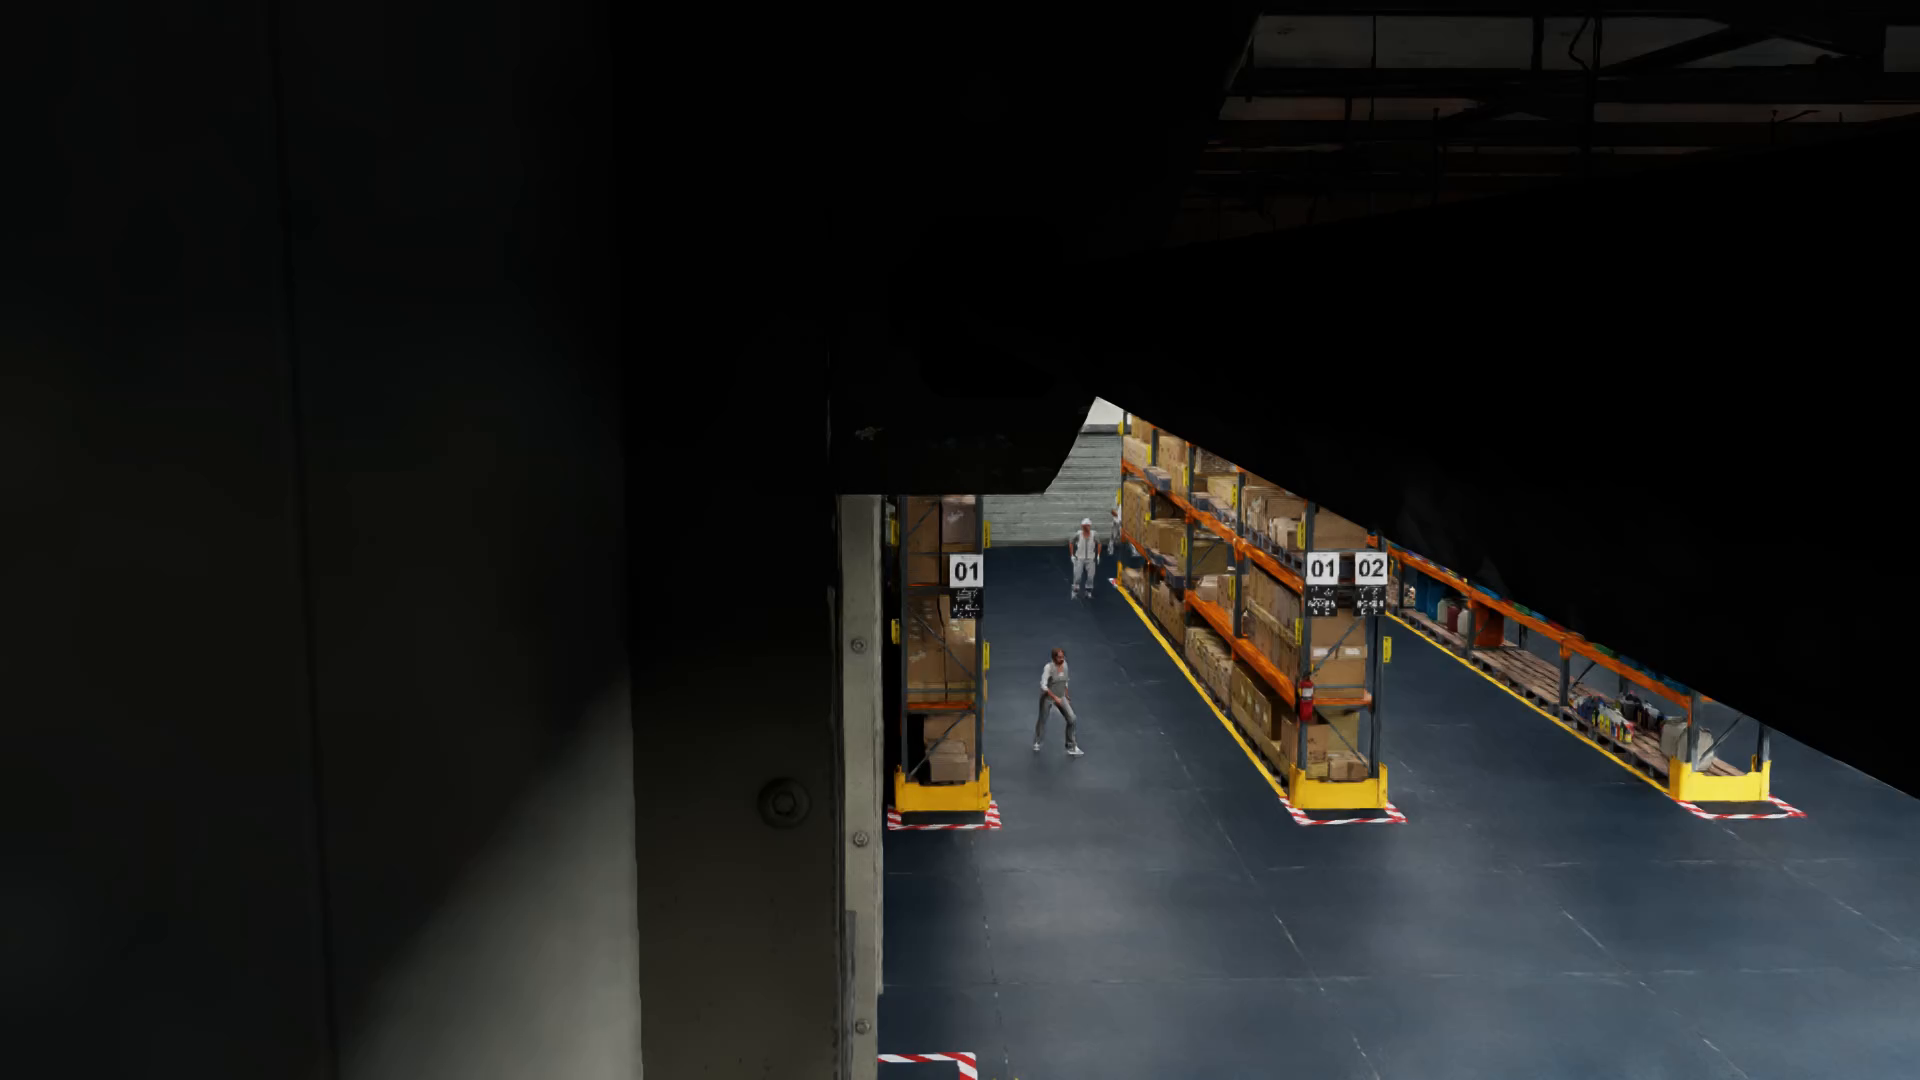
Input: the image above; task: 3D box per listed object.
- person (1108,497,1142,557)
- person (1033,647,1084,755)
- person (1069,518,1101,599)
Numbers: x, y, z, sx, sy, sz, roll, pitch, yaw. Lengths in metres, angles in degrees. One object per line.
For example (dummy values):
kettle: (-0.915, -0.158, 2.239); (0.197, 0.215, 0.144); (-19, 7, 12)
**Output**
person: (3.940, -0.458, 40.233); (0.696, 1.716, 0.832); (-3, 9, -20)
person: (1.318, 2.196, 22.946); (0.572, 1.533, 0.755); (-4, 9, -23)
person: (2.597, 0.387, 34.567); (0.677, 1.742, 0.552); (-1, 8, -4)
